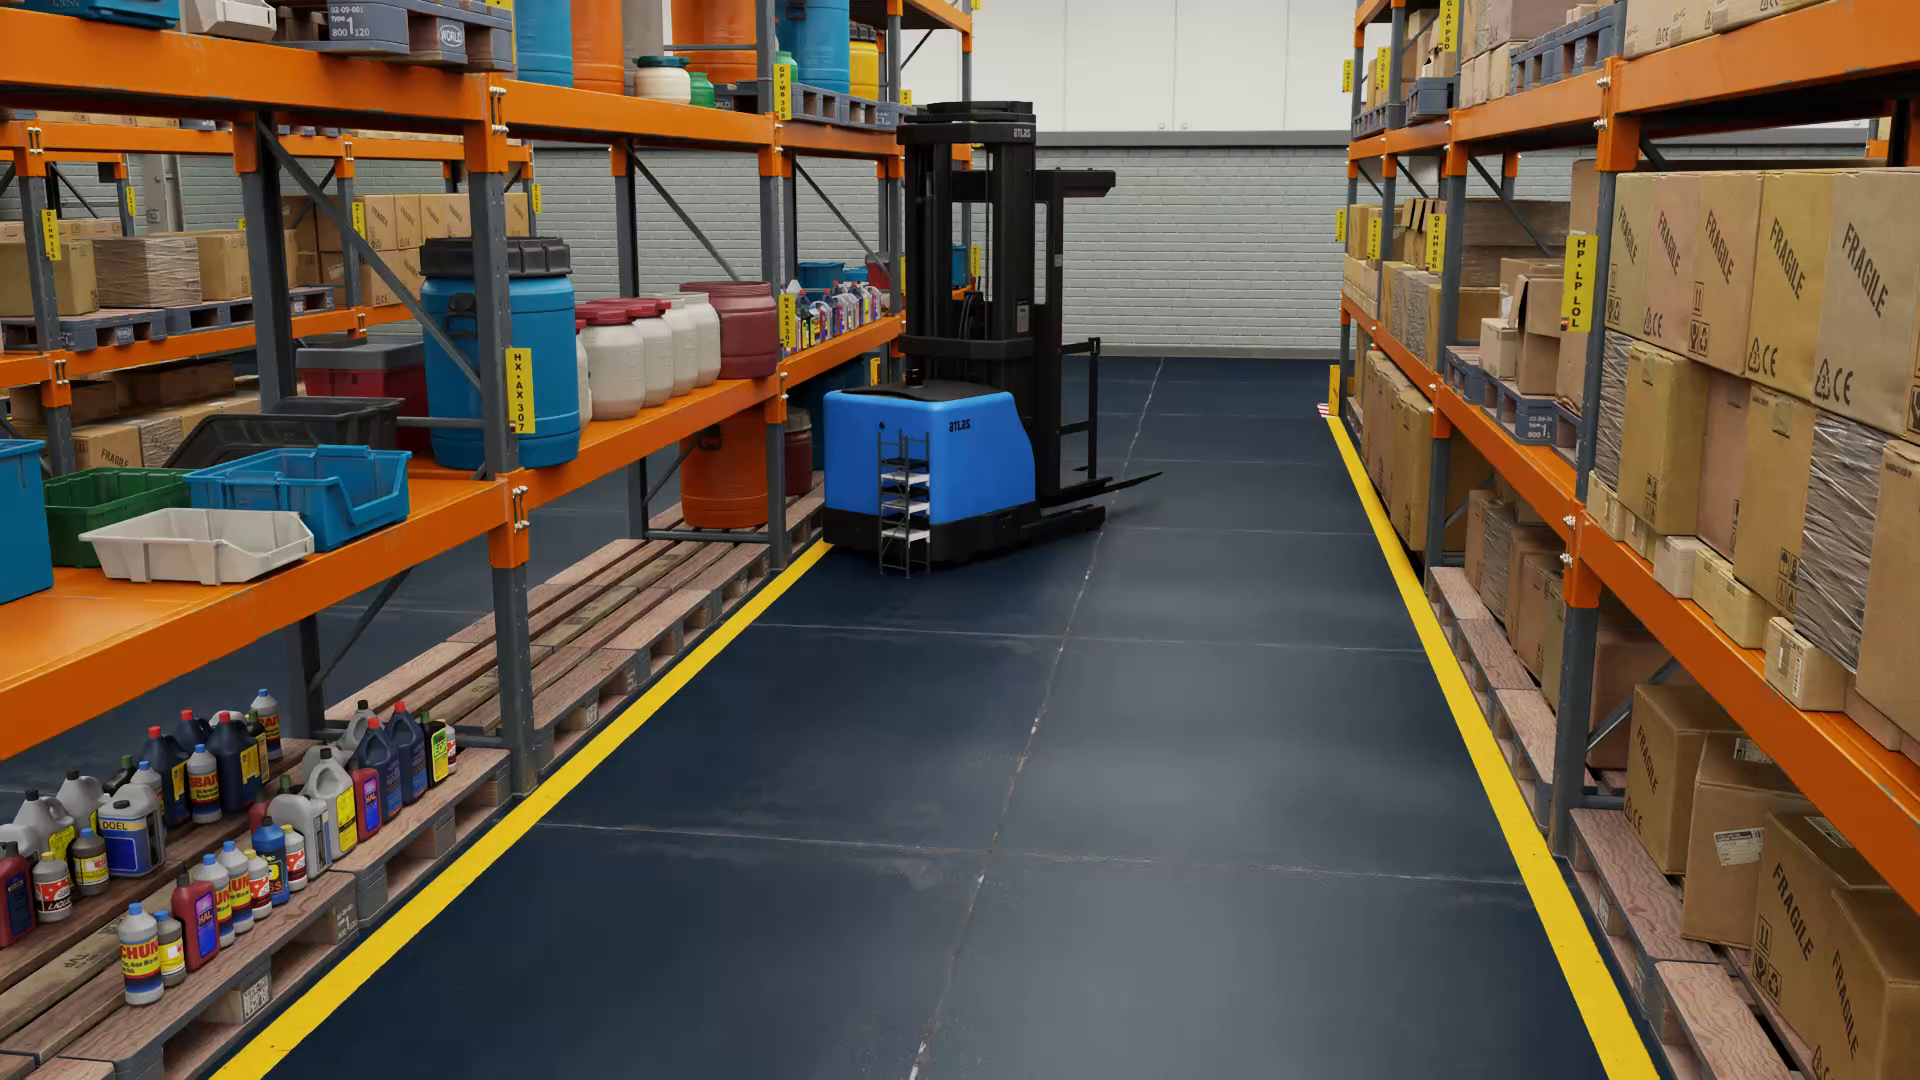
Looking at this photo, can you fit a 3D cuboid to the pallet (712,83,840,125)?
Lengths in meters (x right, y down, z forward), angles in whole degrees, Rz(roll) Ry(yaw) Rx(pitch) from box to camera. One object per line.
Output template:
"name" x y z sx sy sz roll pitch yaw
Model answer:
"pallet" -1.395 -2.818 10.777 1.003 0.211 1.213 2 12 9

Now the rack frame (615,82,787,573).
"rack frame" -1.609 -1.288 10.349 1.000 3.000 0.127 2 12 9

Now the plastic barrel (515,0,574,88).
"plastic barrel" -2.159 -2.552 7.904 0.600 0.901 0.708 2 12 9

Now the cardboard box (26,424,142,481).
"cardboard box" -6.151 -0.528 11.711 0.500 0.500 0.500 2 12 11

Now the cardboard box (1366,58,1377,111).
"cardboard box" 4.283 -4.339 15.915 0.700 0.500 0.500 1 12 7

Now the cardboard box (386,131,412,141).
"cardboard box" -5.488 -3.872 15.576 0.500 0.250 0.500 2 12 9

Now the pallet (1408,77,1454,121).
"pallet" 3.331 -2.637 9.938 1.213 0.211 1.003 2 12 11

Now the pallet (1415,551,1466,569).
"pallet" 3.481 0.074 10.649 1.003 0.211 1.213 2 12 9

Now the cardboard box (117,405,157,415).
"cardboard box" -6.511 -0.752 12.753 0.500 0.500 0.500 1 12 7

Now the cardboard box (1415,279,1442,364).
"cardboard box" 3.198 -1.391 10.589 0.500 0.500 0.500 2 12 8

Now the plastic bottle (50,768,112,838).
"plastic bottle" -2.853 0.907 5.408 0.144 0.351 0.185 2 12 8

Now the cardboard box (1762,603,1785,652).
"cardboard box" 2.128 0.229 3.906 0.380 0.149 0.250 2 12 9

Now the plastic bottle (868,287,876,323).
"plastic bottle" -0.726 -1.921 13.566 0.061 0.283 0.133 2 12 9

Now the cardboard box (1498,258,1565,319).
"cardboard box" 3.241 -1.268 9.022 0.500 0.500 0.500 0 12 2

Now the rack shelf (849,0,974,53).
"rack shelf" -0.686 -4.922 15.631 1.077 0.370 4.000 2 12 9

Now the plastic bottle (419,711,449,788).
"plastic bottle" -1.972 0.768 6.211 0.061 0.283 0.133 3 12 11

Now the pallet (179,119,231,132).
"pallet" -6.214 -3.307 13.044 1.213 0.211 1.003 2 12 9

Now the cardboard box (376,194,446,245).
"cardboard box" -5.379 -3.123 16.253 0.500 0.500 0.500 2 12 7

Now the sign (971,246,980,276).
"sign" 0.167 -3.019 17.993 0.100 0.325 0.005 2 12 9

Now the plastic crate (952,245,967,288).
"plastic crate" -0.246 -2.924 17.715 0.616 0.435 0.499 2 12 9

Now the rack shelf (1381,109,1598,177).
"rack shelf" 3.592 -2.658 11.296 1.077 0.370 4.000 2 12 9

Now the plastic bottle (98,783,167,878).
"plastic bottle" -2.703 0.943 5.418 0.152 0.276 0.135 2 12 9

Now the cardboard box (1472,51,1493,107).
"cardboard box" 2.882 -2.324 8.393 0.500 0.250 0.500 2 12 10

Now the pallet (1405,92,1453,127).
"pallet" 3.501 -2.870 11.019 1.003 0.211 1.213 2 12 11

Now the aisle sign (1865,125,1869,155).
"aisle sign" 9.115 -3.907 16.331 0.394 0.787 0.004 2 12 9

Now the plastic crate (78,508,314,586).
"plastic crate" -2.224 0.020 4.907 0.530 0.136 0.437 2 12 9

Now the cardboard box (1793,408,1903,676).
"cardboard box" 2.244 0.019 3.340 0.875 0.500 0.500 2 12 9

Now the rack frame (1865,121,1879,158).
"rack frame" 9.401 -2.611 16.489 1.000 3.000 0.127 2 12 9

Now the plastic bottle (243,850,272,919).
"plastic bottle" -2.169 1.050 5.098 0.097 0.201 0.097 0 12 0

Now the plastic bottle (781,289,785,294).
"plastic bottle" -1.498 -1.900 13.483 0.152 0.276 0.135 2 12 9

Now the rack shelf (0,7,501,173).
"rack shelf" -2.532 -1.154 4.314 1.077 0.370 4.000 2 12 9

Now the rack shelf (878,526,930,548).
"rack shelf" -0.351 -0.021 10.467 0.258 0.077 0.200 9 15 37

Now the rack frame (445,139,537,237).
"rack frame" -5.273 -3.114 18.825 1.000 3.000 0.127 2 12 9

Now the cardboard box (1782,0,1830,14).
"cardboard box" 2.111 -1.279 3.544 0.500 0.250 0.500 2 12 8

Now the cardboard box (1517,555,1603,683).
"cardboard box" 2.963 0.370 7.546 0.700 0.500 0.500 1 12 4

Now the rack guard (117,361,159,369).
"rack guard" -10.164 -2.057 19.853 1.175 0.500 0.348 2 12 9

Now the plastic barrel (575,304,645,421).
"plastic barrel" -1.748 -0.866 8.071 0.433 0.535 0.433 0 12 0

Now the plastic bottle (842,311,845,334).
"plastic bottle" -0.916 -1.649 12.495 0.097 0.201 0.097 0 12 0

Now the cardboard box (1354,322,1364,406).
"cardboard box" 4.496 -1.824 16.881 0.875 0.875 0.875 2 12 9

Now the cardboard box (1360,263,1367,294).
"cardboard box" 3.864 -2.347 14.912 0.500 0.250 0.500 2 12 10

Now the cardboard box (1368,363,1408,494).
"cardboard box" 3.685 -0.807 12.164 1.225 0.875 0.875 1 12 7

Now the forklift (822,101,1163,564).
"forklift" 0.384 -1.537 11.667 1.130 2.935 3.031 9 15 37

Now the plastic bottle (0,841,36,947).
"plastic bottle" -2.819 1.045 4.926 0.061 0.283 0.133 2 12 9

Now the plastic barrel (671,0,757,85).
"plastic barrel" -1.519 -3.288 10.492 0.600 0.830 0.708 2 12 9

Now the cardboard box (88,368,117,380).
"cardboard box" -10.177 -2.109 19.094 0.700 0.500 0.500 2 12 9

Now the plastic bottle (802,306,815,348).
"plastic bottle" -1.051 -1.481 11.523 0.061 0.283 0.133 2 12 9

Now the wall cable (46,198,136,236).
"wall cable" -10.906 -4.068 20.838 0.084 1.984 1.851 2 12 9

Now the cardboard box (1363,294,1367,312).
"cardboard box" 3.742 -2.072 14.584 0.380 0.149 0.250 2 12 10

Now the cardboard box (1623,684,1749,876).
"cardboard box" 2.569 0.804 5.580 0.500 0.500 0.500 1 12 7

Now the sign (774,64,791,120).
"sign" -1.065 -2.687 9.968 0.100 0.325 0.005 2 12 9

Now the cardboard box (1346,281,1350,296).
"cardboard box" 4.057 -2.500 16.570 0.380 0.149 0.250 2 12 7

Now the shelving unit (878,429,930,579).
"shelving unit" -0.351 -0.229 10.422 0.258 0.900 0.210 9 15 37
